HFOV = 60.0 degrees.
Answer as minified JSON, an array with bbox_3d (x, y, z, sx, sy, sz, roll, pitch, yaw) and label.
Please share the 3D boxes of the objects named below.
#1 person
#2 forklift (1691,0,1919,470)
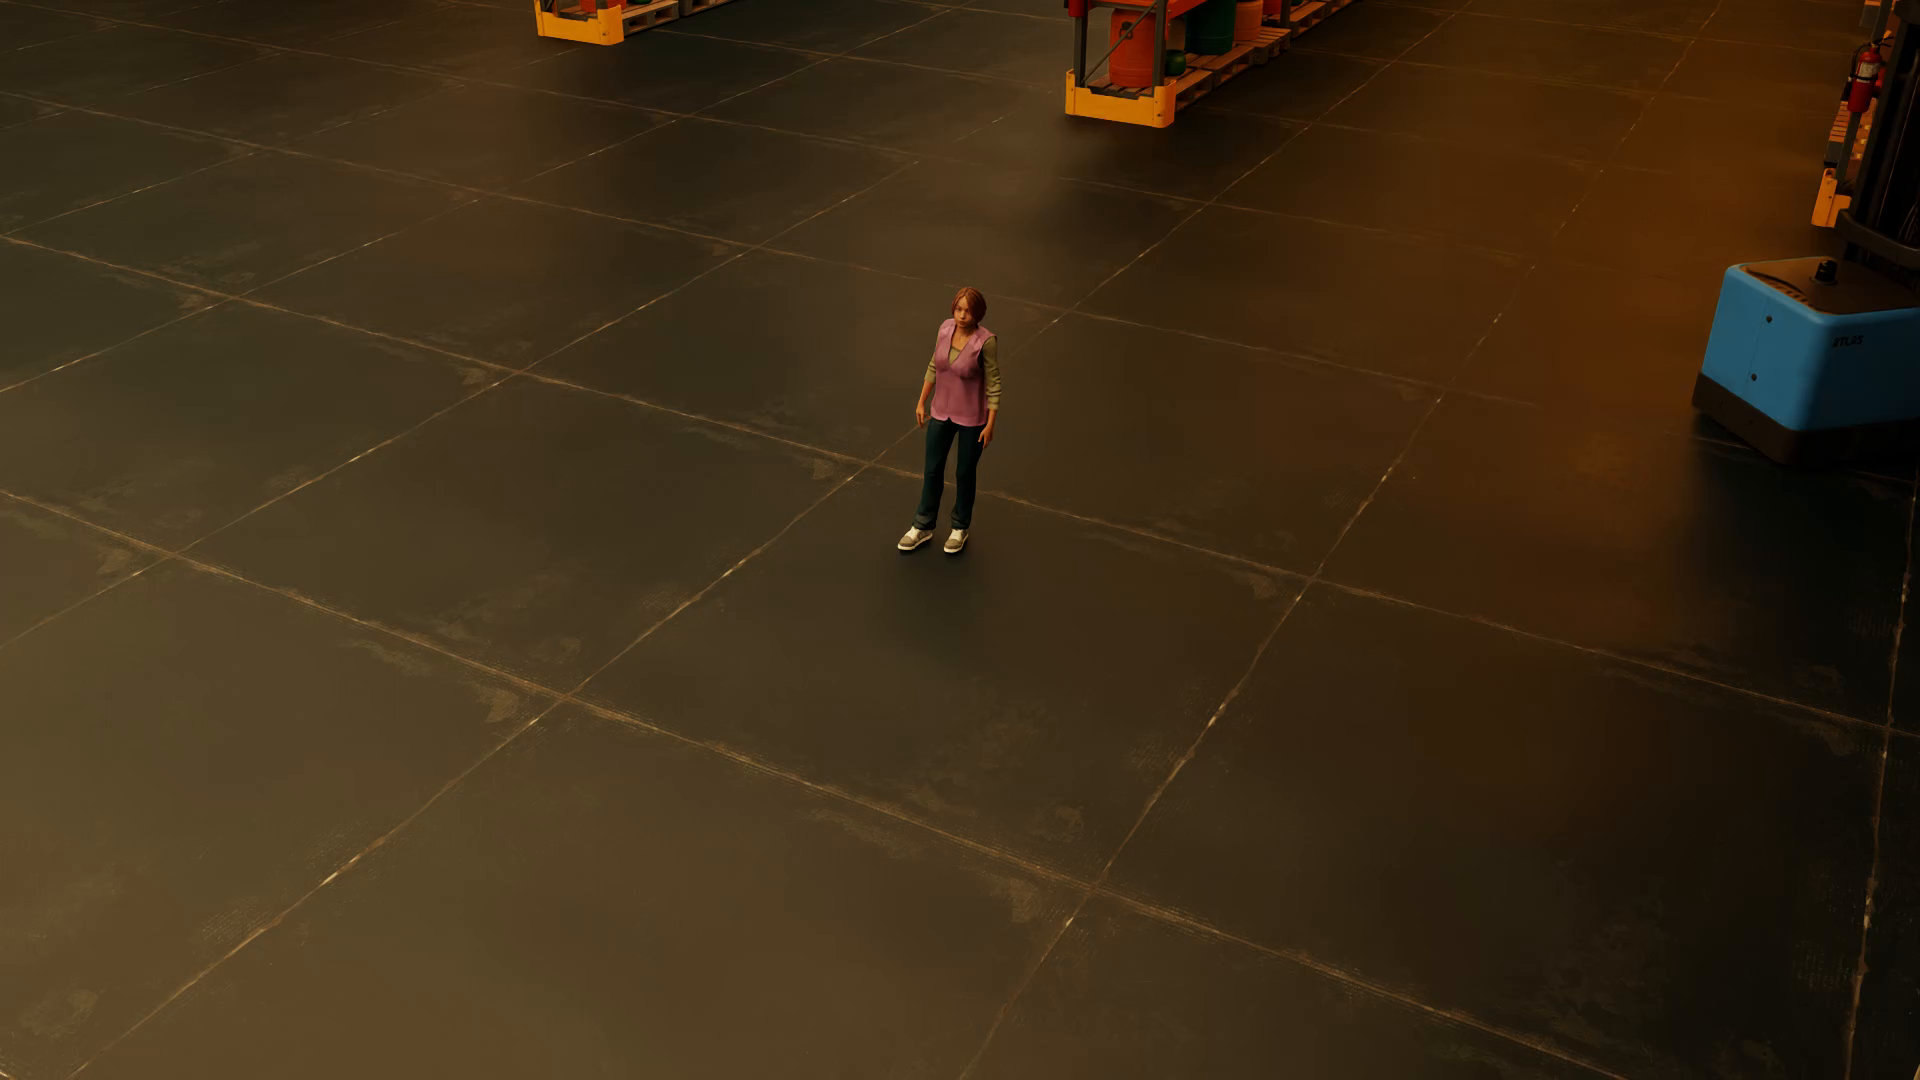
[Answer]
[{"bbox_3d":[-0.048,-0.669,9.550,0.520,1.597,0.476,15,33,25],"label":"person"},{"bbox_3d":[6.628,-2.107,10.722,3.031,2.935,1.130,-7,31,-12],"label":"forklift"}]
